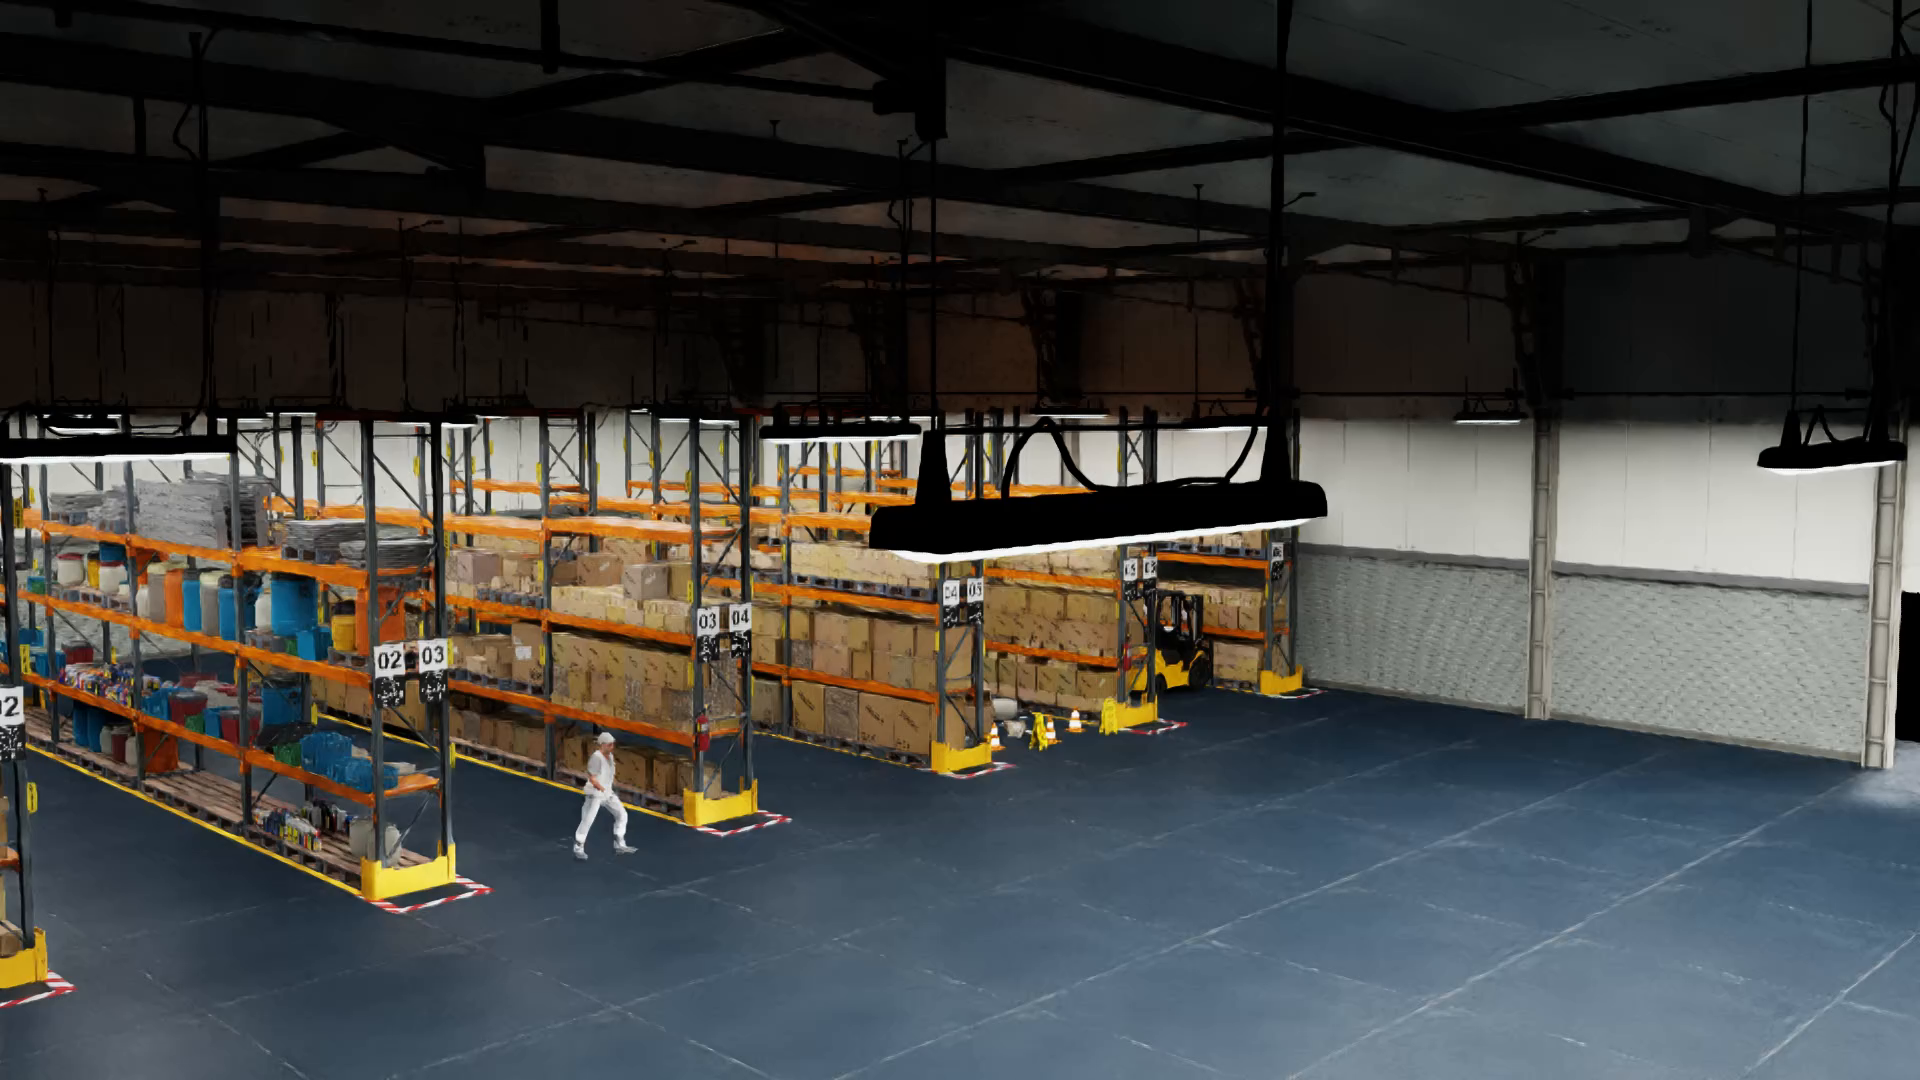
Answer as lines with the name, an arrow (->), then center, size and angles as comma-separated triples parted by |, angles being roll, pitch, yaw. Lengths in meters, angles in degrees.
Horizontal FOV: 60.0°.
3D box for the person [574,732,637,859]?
person -> -4.880, 3.458, 22.611 | 0.750, 1.731, 0.667 | 2, 5, 22
